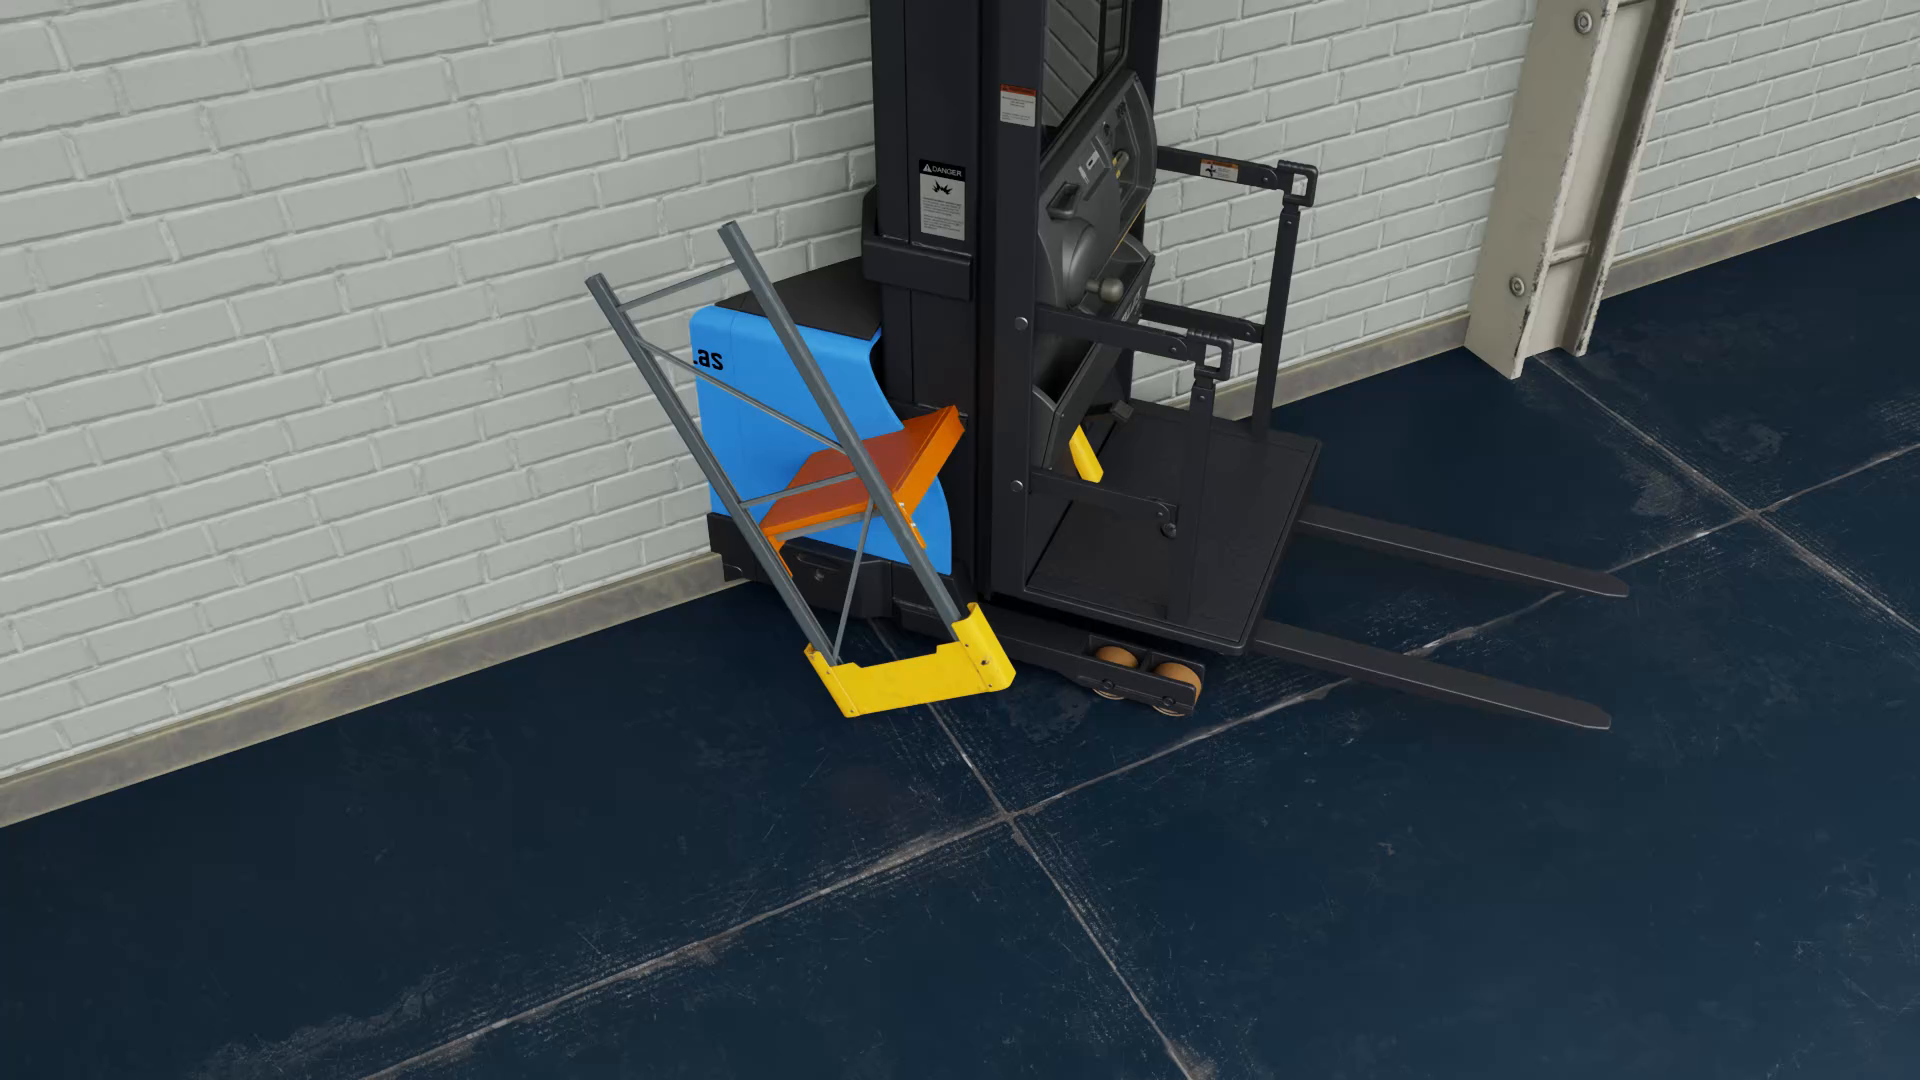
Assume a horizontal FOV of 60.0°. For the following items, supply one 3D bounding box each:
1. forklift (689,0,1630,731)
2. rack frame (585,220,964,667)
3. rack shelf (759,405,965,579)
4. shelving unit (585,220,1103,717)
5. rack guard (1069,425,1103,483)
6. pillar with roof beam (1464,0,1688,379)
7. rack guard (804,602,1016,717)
[{"bbox_3d":[0.579,-0.969,4.626,3.031,2.935,1.130,14,42,16],"label":"forklift"},{"bbox_3d":[-0.434,-0.135,4.529,0.500,1.500,0.032,-13,29,31],"label":"rack frame"},{"bbox_3d":[-0.186,-0.282,4.985,0.538,0.185,1.000,-13,29,31],"label":"rack shelf"},{"bbox_3d":[-0.263,-0.430,4.918,0.587,1.500,1.083,-13,29,31],"label":"shelving unit"},{"bbox_3d":[0.179,-0.217,5.549,0.587,0.250,0.087,-13,29,31],"label":"rack guard"},{"bbox_3d":[4.240,-1.741,0.841,0.400,9.000,9.100,-19,44,-21],"label":"pillar with roof beam"},{"bbox_3d":[-0.149,0.352,4.800,0.587,0.250,0.087,-13,29,31],"label":"rack guard"}]
